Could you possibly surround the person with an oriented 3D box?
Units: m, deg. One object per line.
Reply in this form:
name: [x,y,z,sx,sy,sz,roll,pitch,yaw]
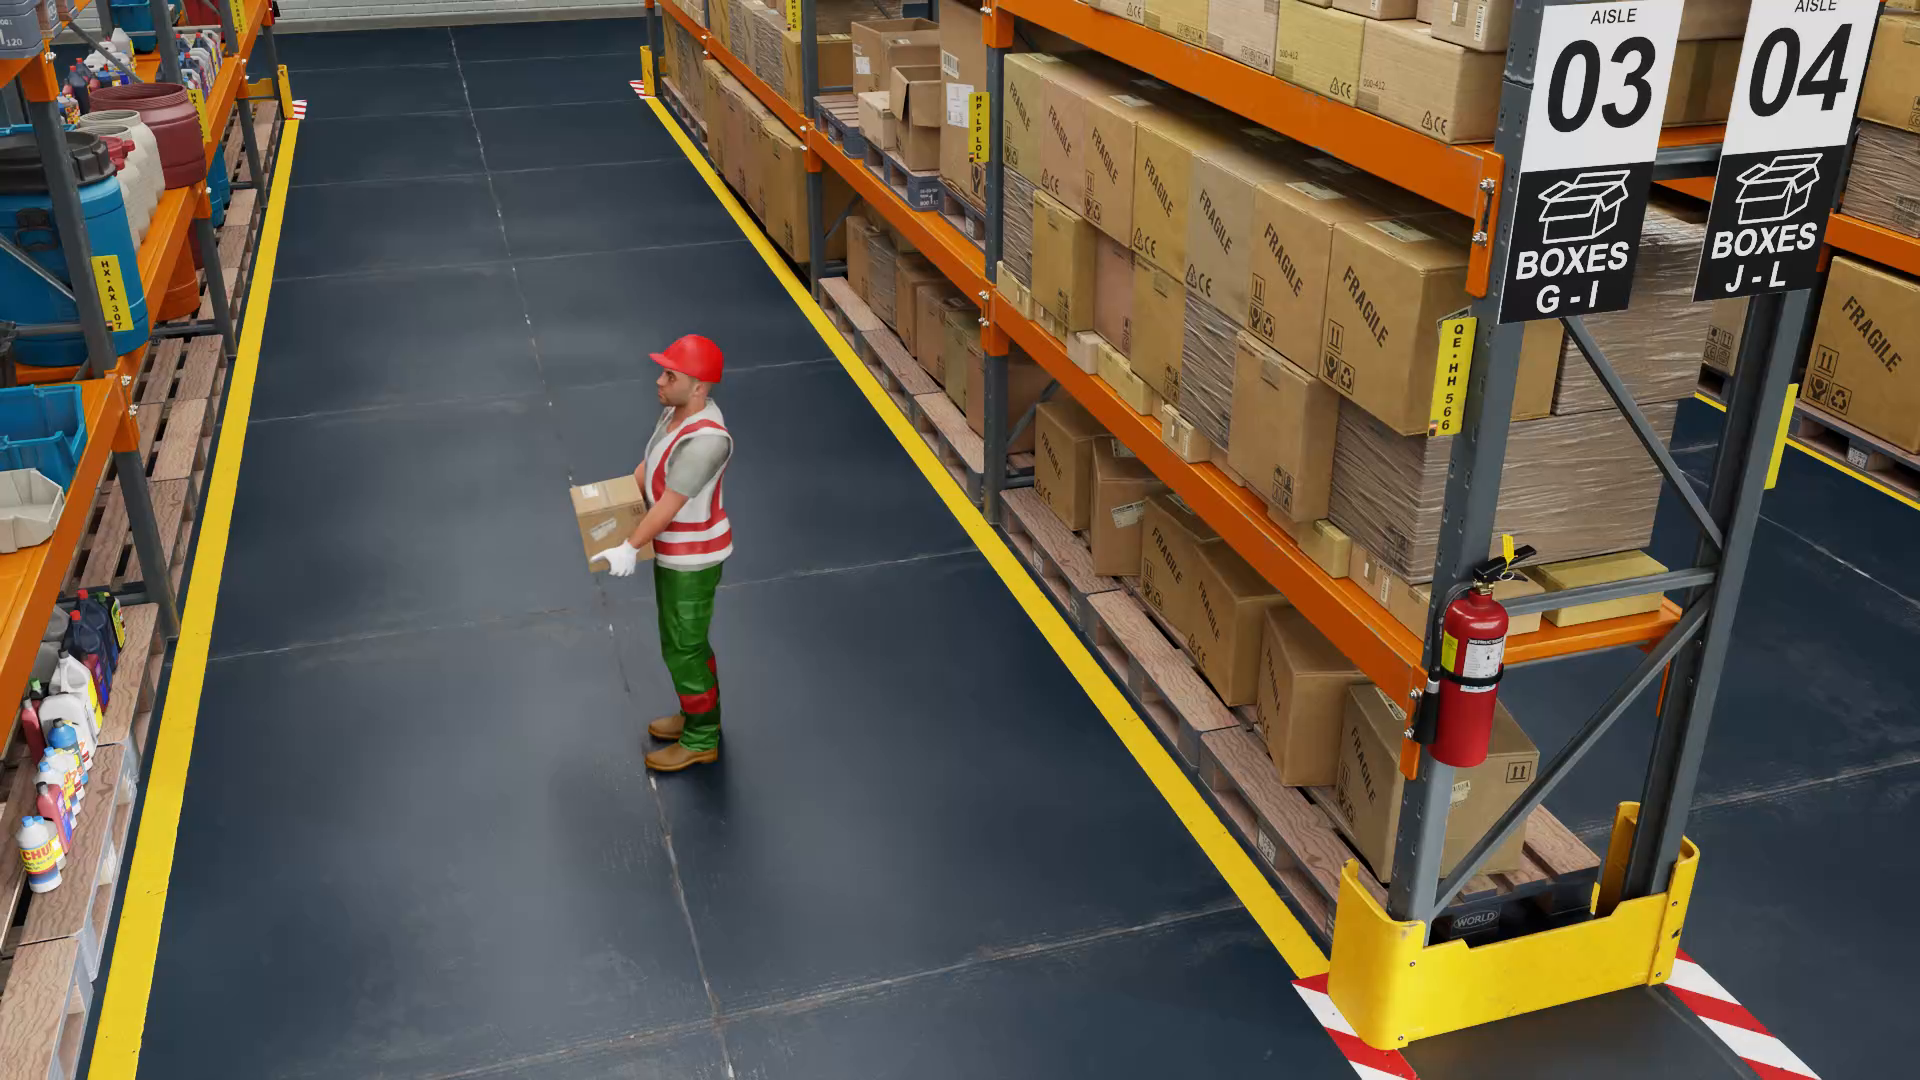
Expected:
person: [-1.156,0.066,6.458,0.573,1.782,0.477,-8,27,-16]
